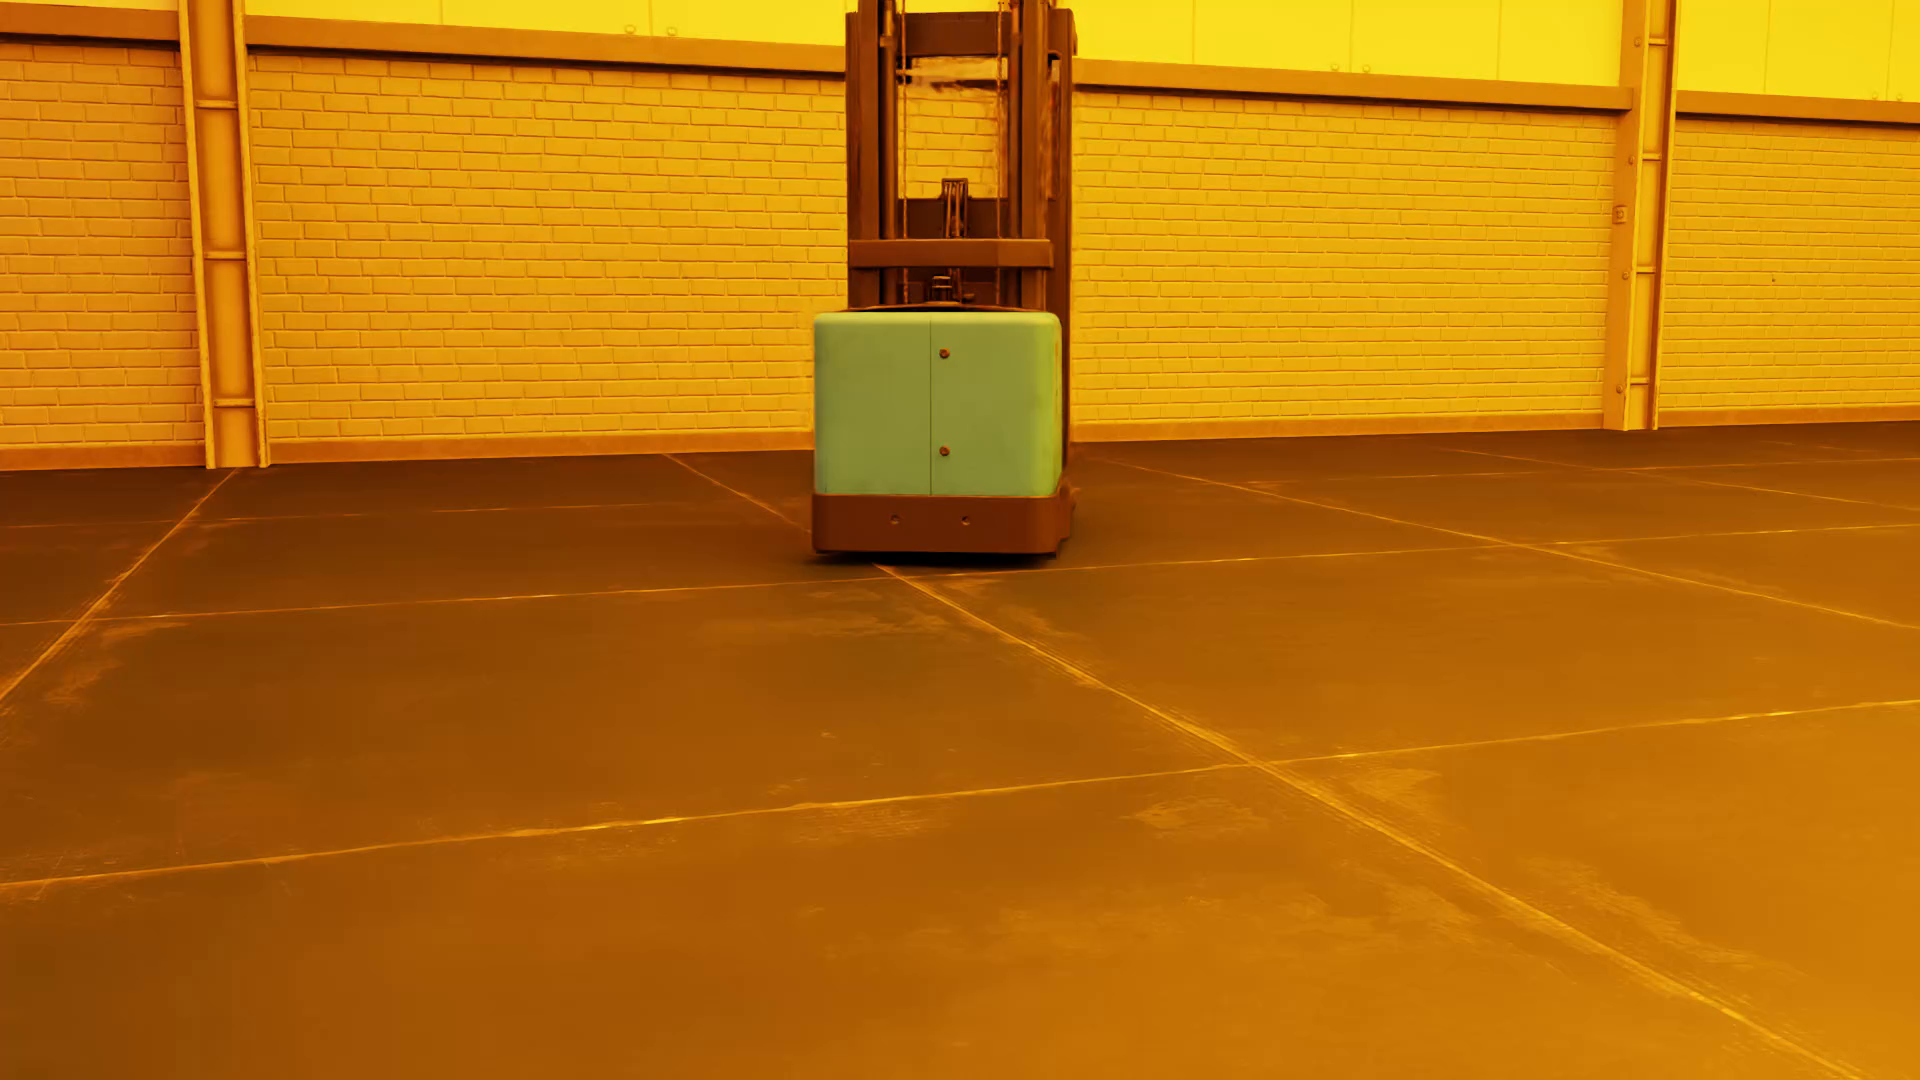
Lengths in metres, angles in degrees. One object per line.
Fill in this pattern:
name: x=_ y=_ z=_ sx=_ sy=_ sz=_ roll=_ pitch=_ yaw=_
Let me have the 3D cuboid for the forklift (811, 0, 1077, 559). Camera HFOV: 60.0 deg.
forklift: x=0.019 y=-1.532 z=8.314 sx=1.130 sy=2.935 sz=3.031 roll=1 pitch=8 yaw=5
